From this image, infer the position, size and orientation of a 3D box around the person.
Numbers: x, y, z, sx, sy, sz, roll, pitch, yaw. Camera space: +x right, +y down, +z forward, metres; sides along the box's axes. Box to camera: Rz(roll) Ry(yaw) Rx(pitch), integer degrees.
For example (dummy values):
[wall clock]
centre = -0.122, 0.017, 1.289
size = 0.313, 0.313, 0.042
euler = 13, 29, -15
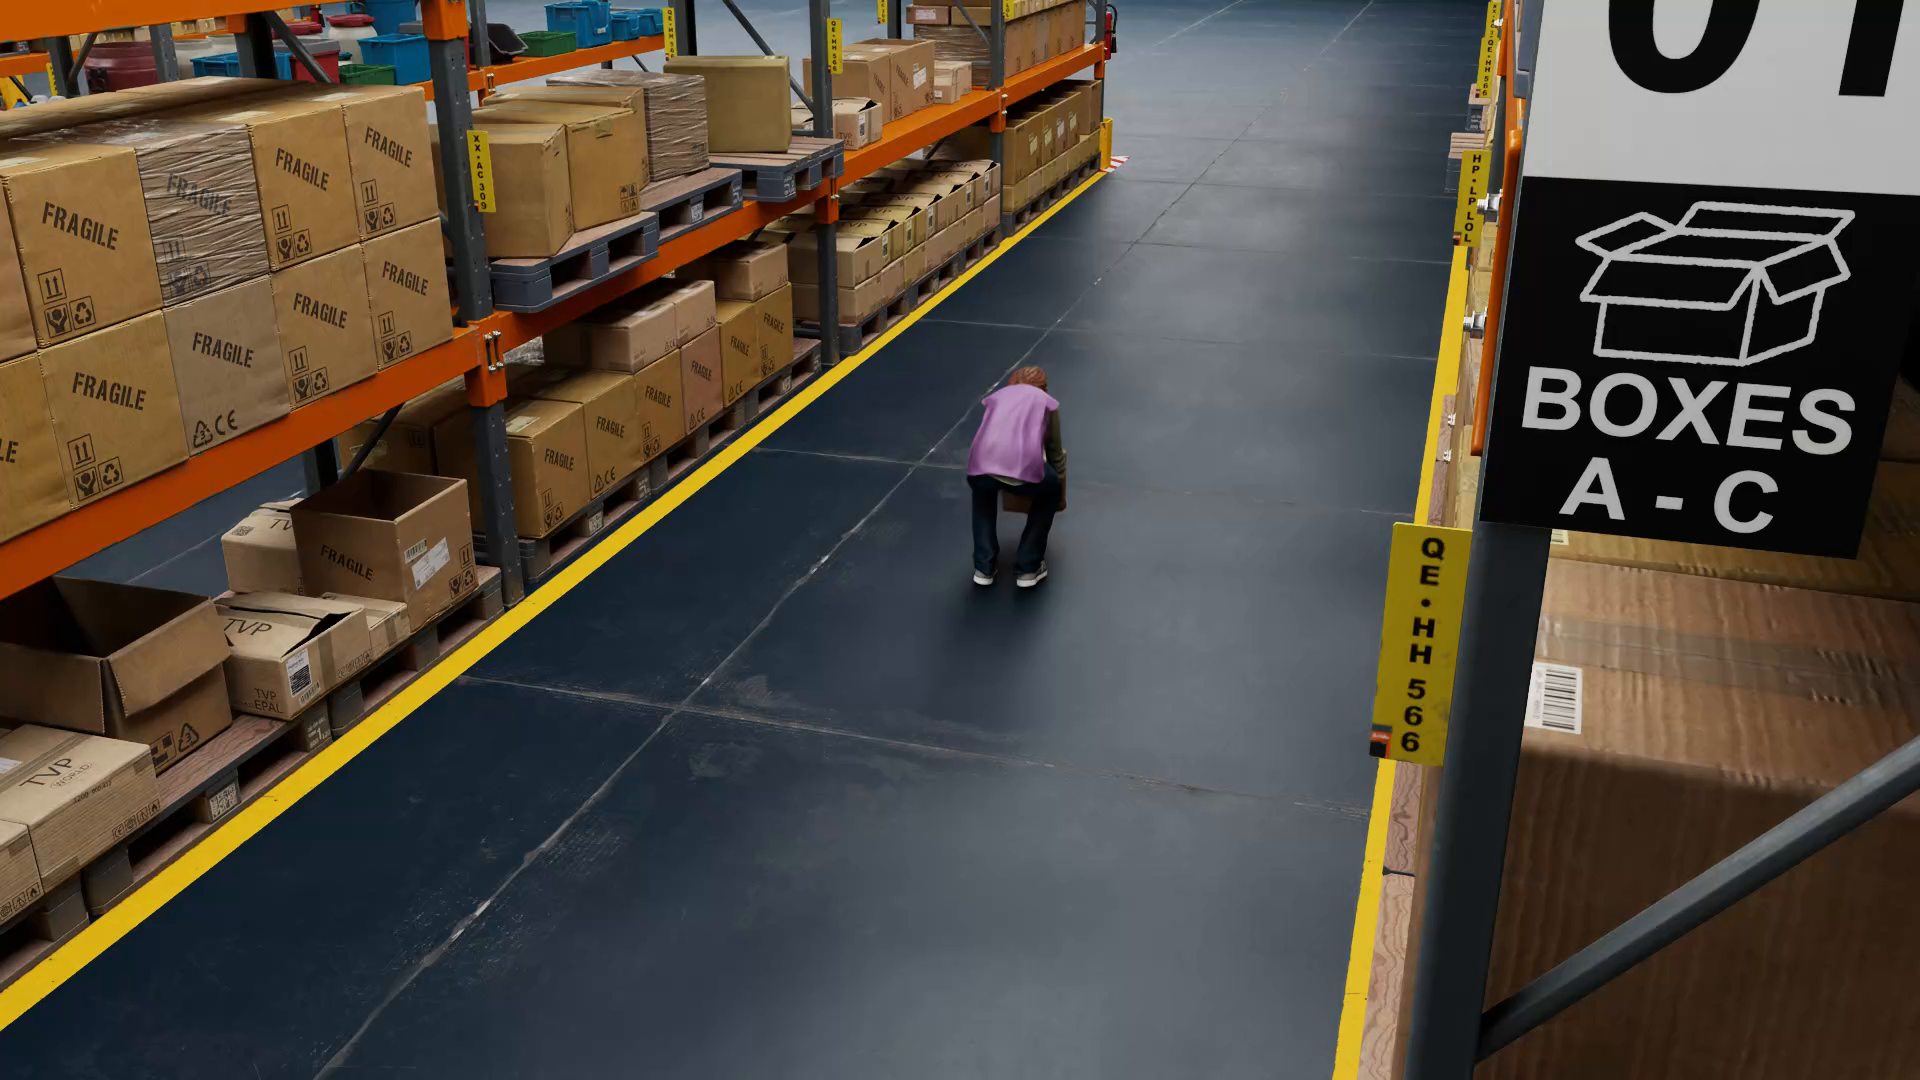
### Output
[person]
centre = 0.261, -0.278, 7.700
size = 0.428, 0.903, 0.853
euler = 6, 23, 13
